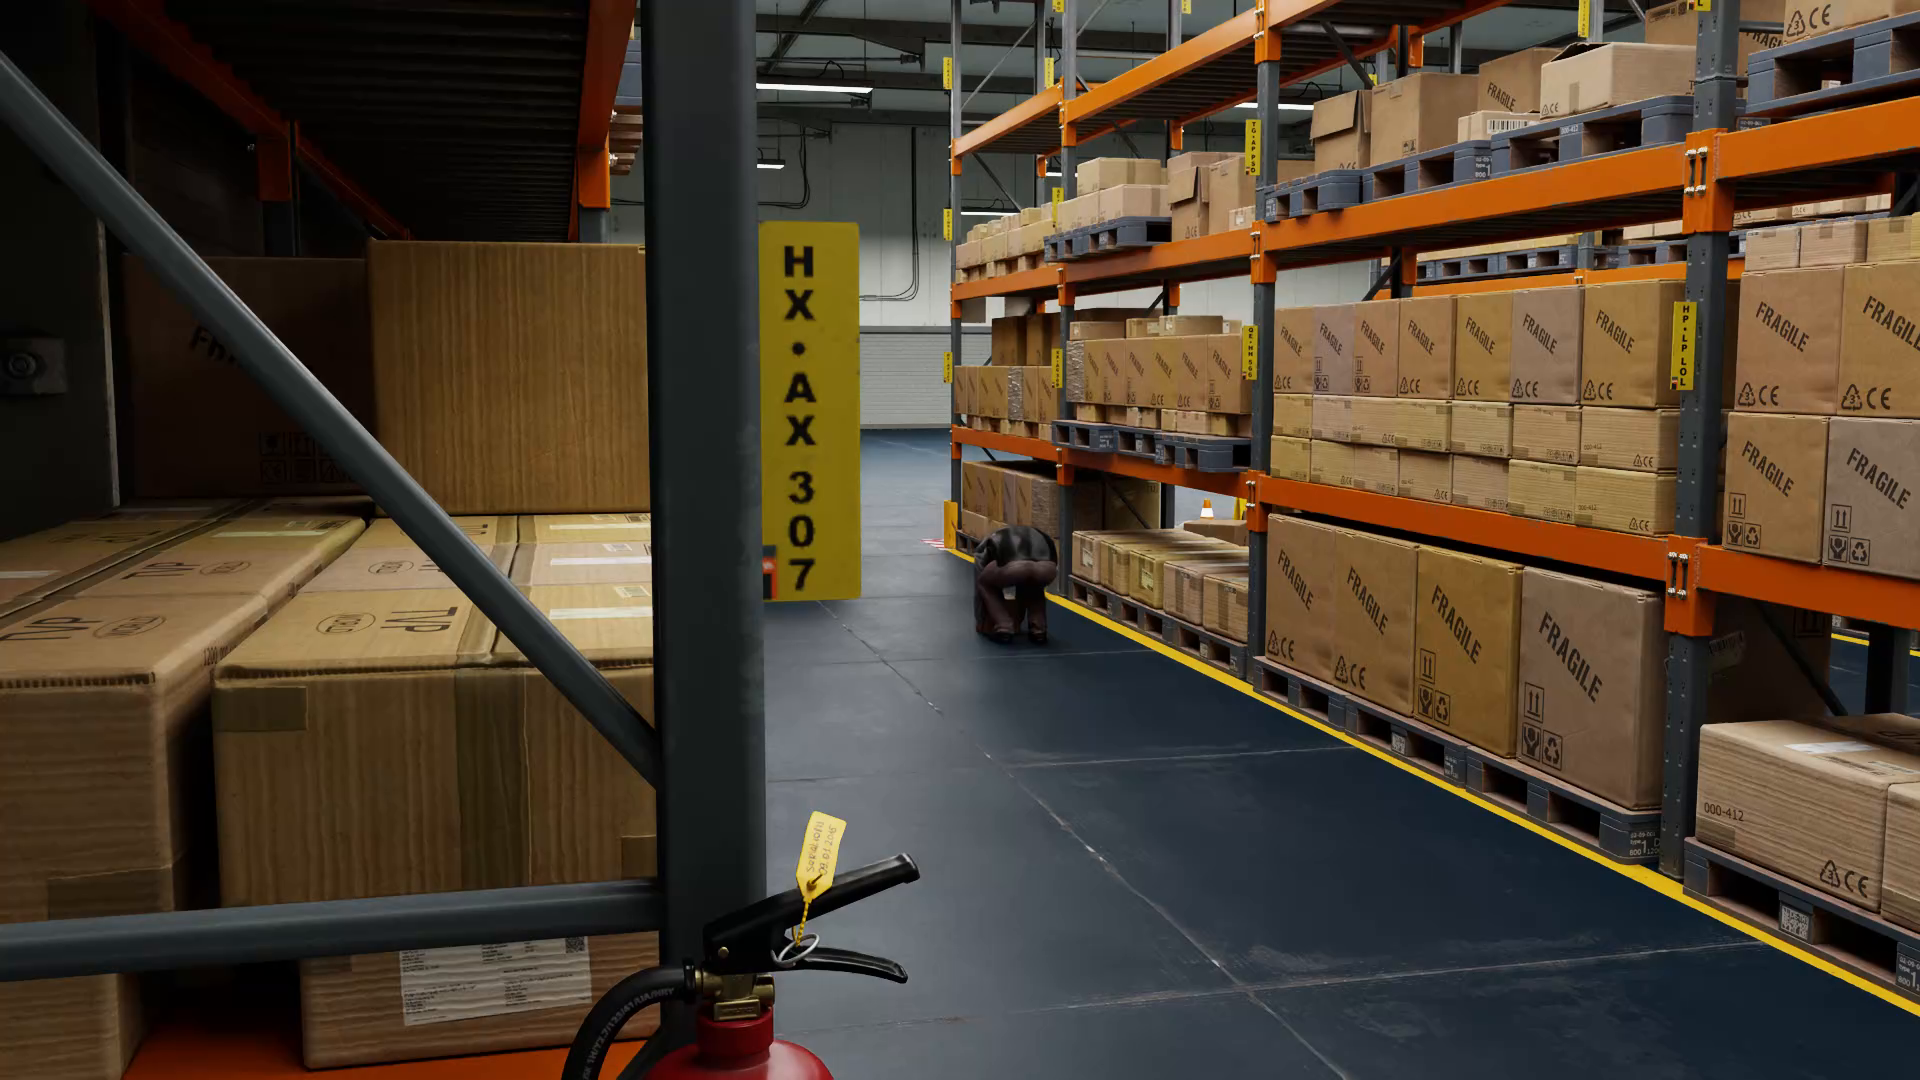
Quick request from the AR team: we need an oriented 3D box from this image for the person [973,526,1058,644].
[{"bbox_3d":[0.379,0.306,11.990,0.500,0.847,0.952,-2,6,-15],"label":"person"}]
